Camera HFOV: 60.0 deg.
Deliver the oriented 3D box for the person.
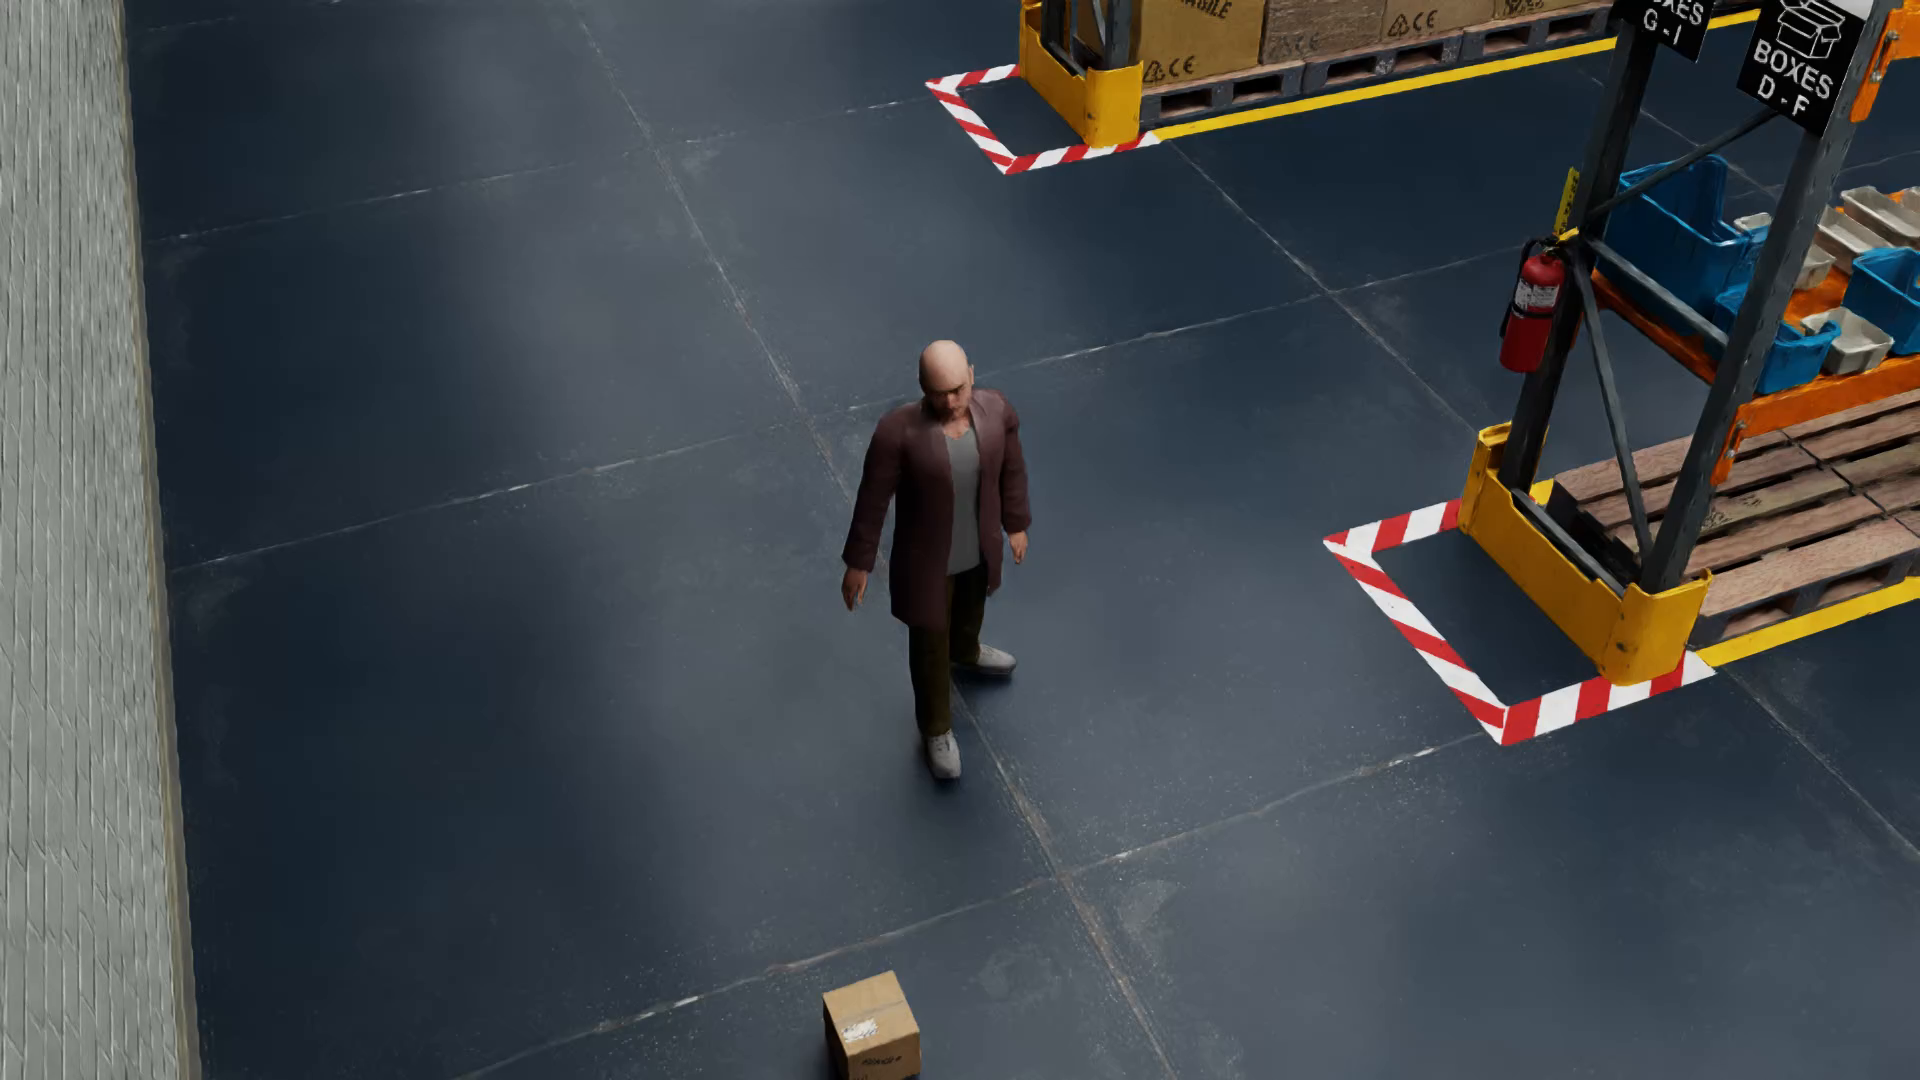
[{"bbox_3d":[-0.064,0.047,6.102,0.779,1.775,0.682,-19,45,-21],"label":"person"}]
